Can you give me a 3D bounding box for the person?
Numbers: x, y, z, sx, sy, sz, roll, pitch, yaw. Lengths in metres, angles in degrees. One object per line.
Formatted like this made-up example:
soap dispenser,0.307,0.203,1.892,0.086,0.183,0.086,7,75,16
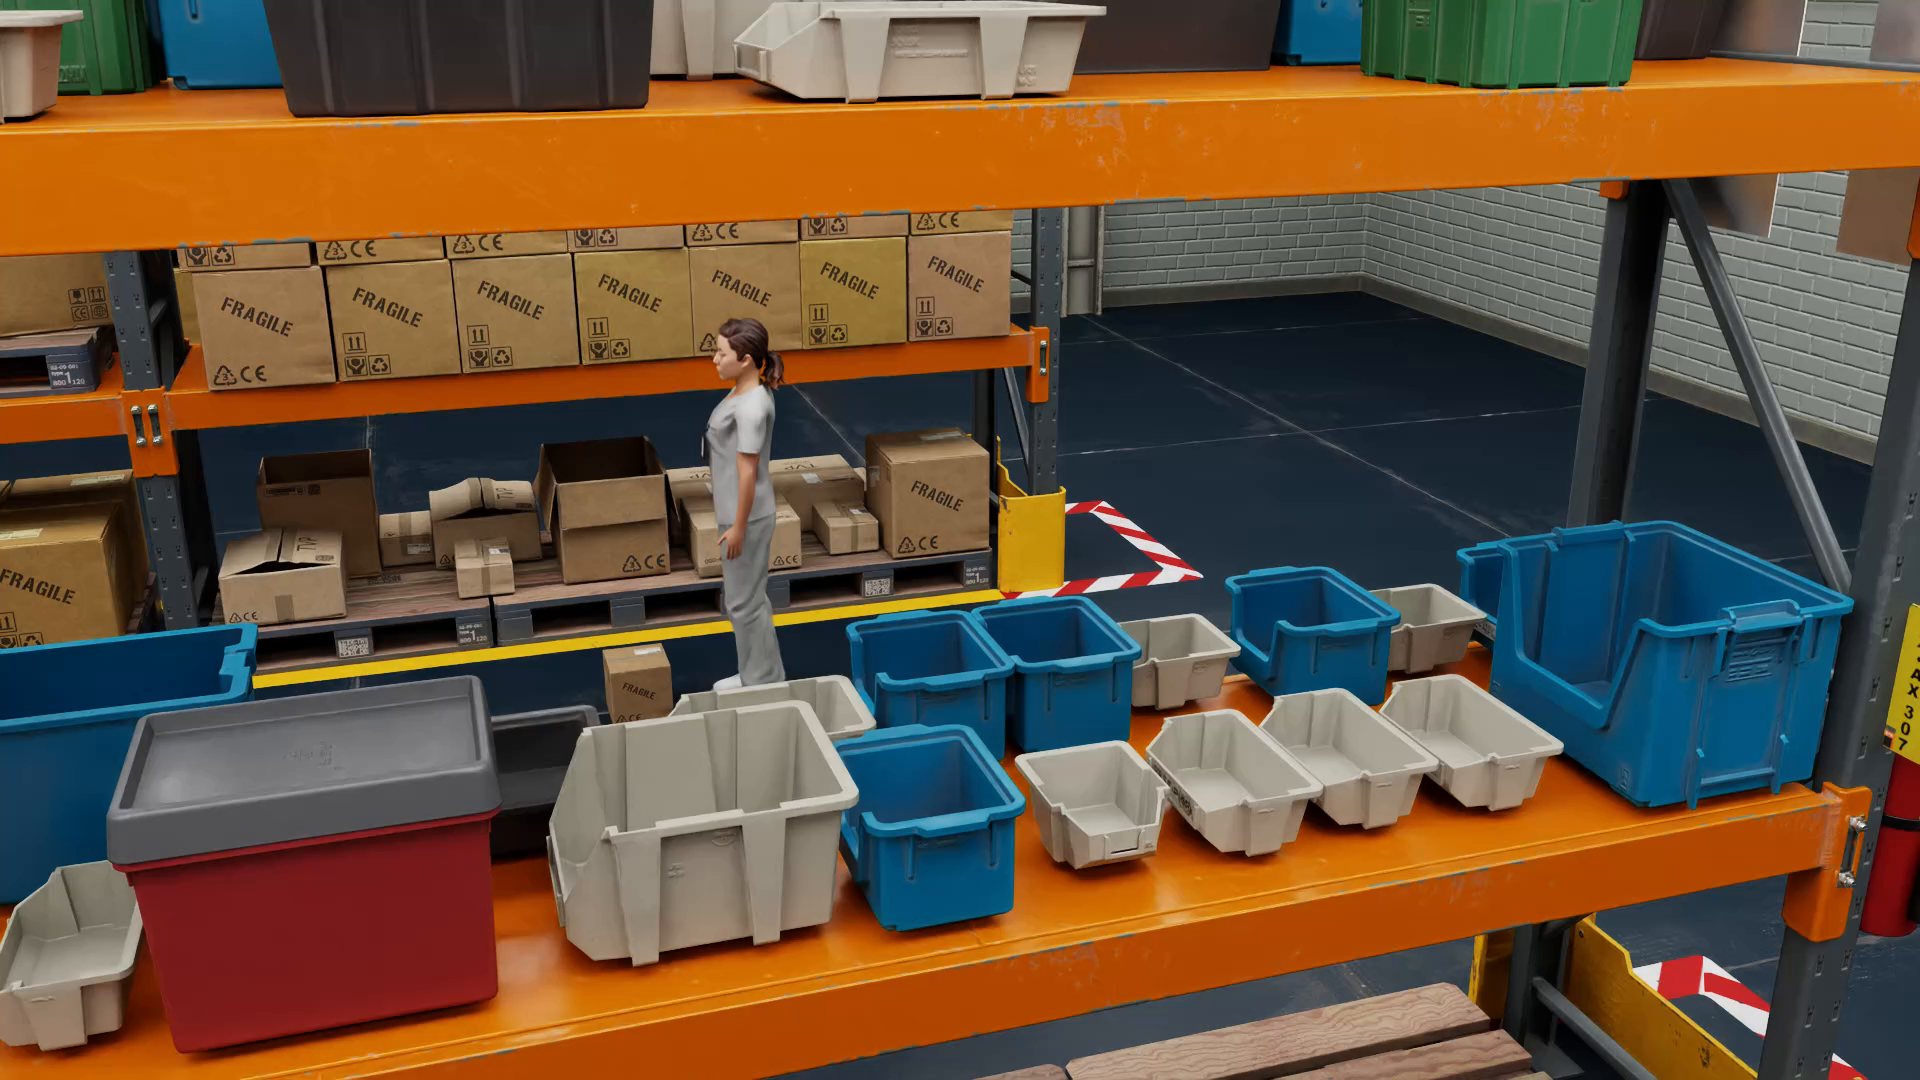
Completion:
person,-0.868,-0.088,6.832,0.361,1.670,0.437,-3,20,-9
